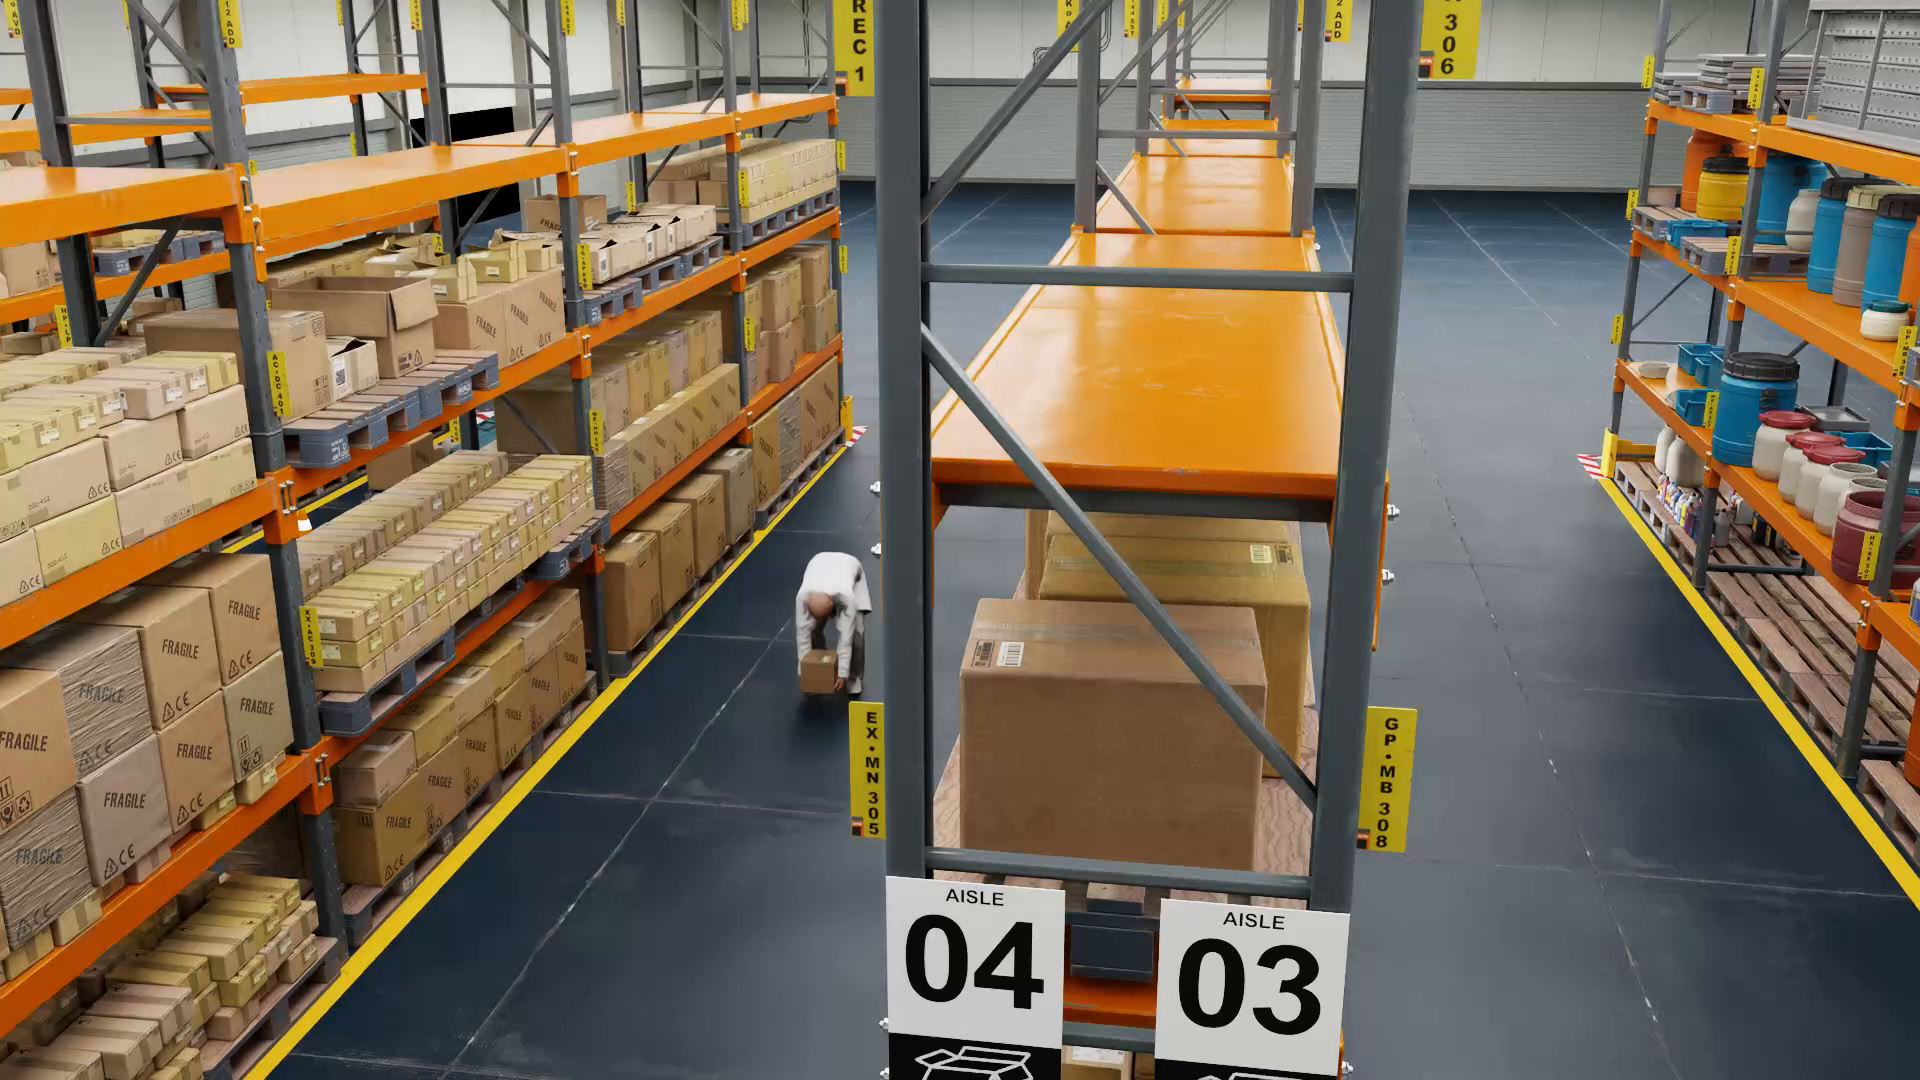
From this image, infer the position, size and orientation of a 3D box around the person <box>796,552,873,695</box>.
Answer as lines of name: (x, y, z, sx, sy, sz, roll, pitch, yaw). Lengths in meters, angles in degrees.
person: (-0.976, 0.680, 12.583, 0.575, 1.090, 0.950, 2, 18, 6)
